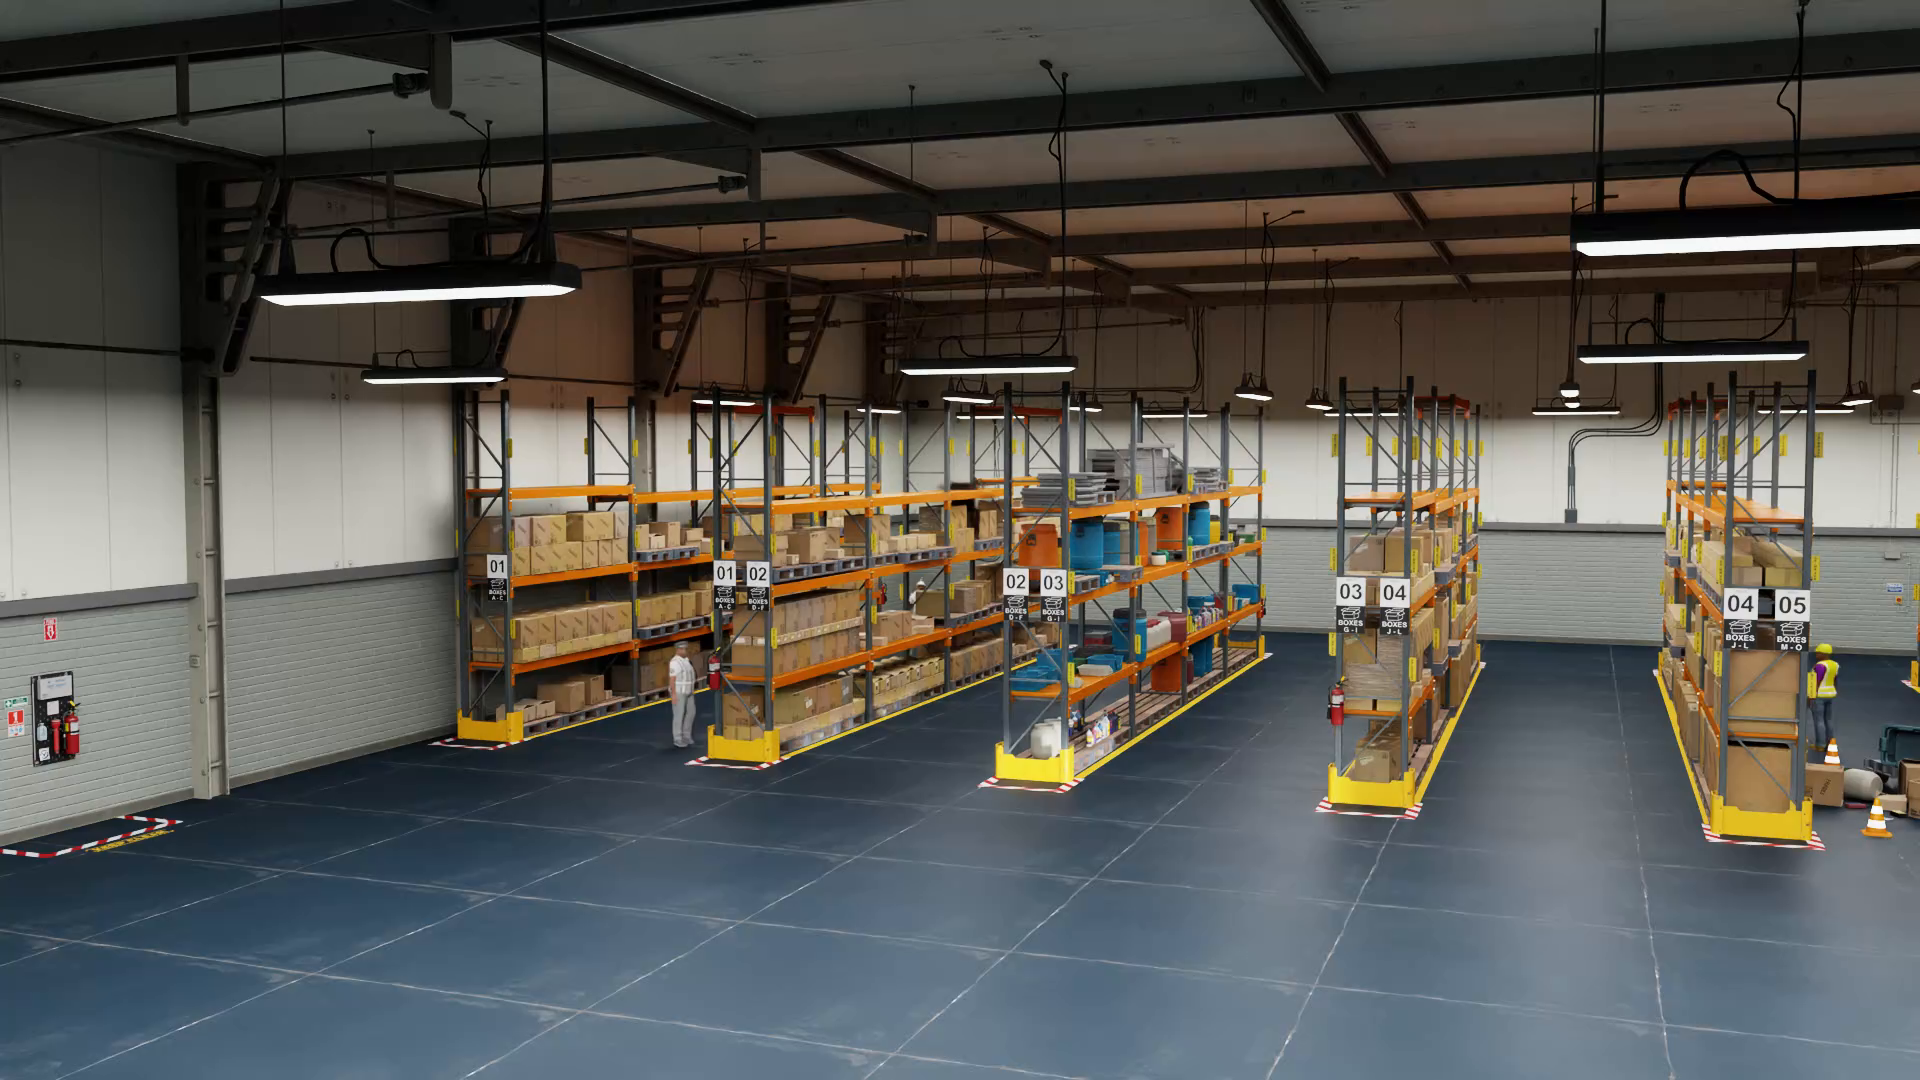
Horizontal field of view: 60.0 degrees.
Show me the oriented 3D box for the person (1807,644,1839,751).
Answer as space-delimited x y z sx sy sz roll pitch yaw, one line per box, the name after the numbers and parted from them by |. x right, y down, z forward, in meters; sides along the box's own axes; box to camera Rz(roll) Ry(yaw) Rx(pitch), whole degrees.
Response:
14.297 2.601 27.655 0.623 1.766 0.503 -1 3 -18 | person

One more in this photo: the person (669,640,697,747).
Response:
-4.695 2.621 28.059 0.401 1.857 0.598 1 3 23 | person

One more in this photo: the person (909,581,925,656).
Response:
-0.947 1.840 39.328 0.727 1.745 1.003 1 3 21 | person
